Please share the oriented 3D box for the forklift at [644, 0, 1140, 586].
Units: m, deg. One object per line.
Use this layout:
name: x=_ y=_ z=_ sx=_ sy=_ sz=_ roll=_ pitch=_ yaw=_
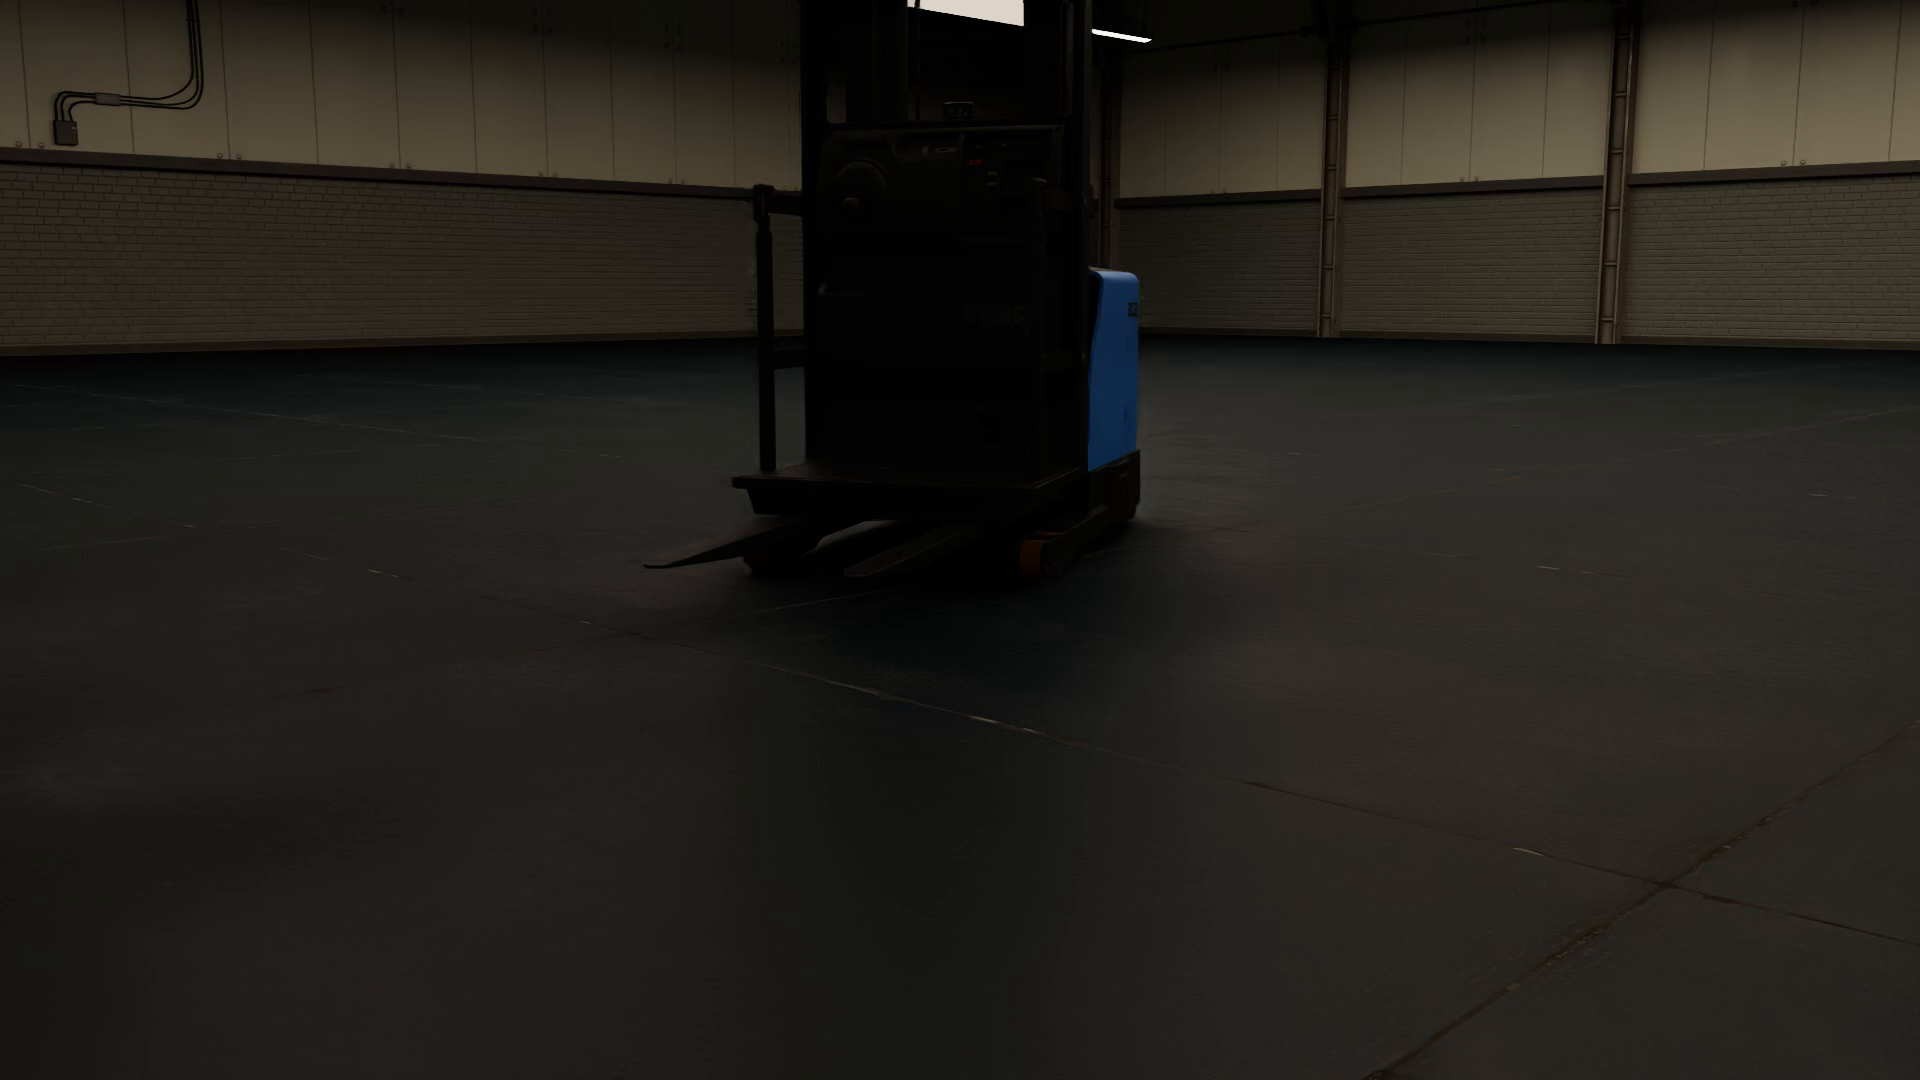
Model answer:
forklift: x=-0.137 y=-1.357 z=5.884 sx=1.130 sy=2.935 sz=3.031 roll=3 pitch=9 yaw=17
